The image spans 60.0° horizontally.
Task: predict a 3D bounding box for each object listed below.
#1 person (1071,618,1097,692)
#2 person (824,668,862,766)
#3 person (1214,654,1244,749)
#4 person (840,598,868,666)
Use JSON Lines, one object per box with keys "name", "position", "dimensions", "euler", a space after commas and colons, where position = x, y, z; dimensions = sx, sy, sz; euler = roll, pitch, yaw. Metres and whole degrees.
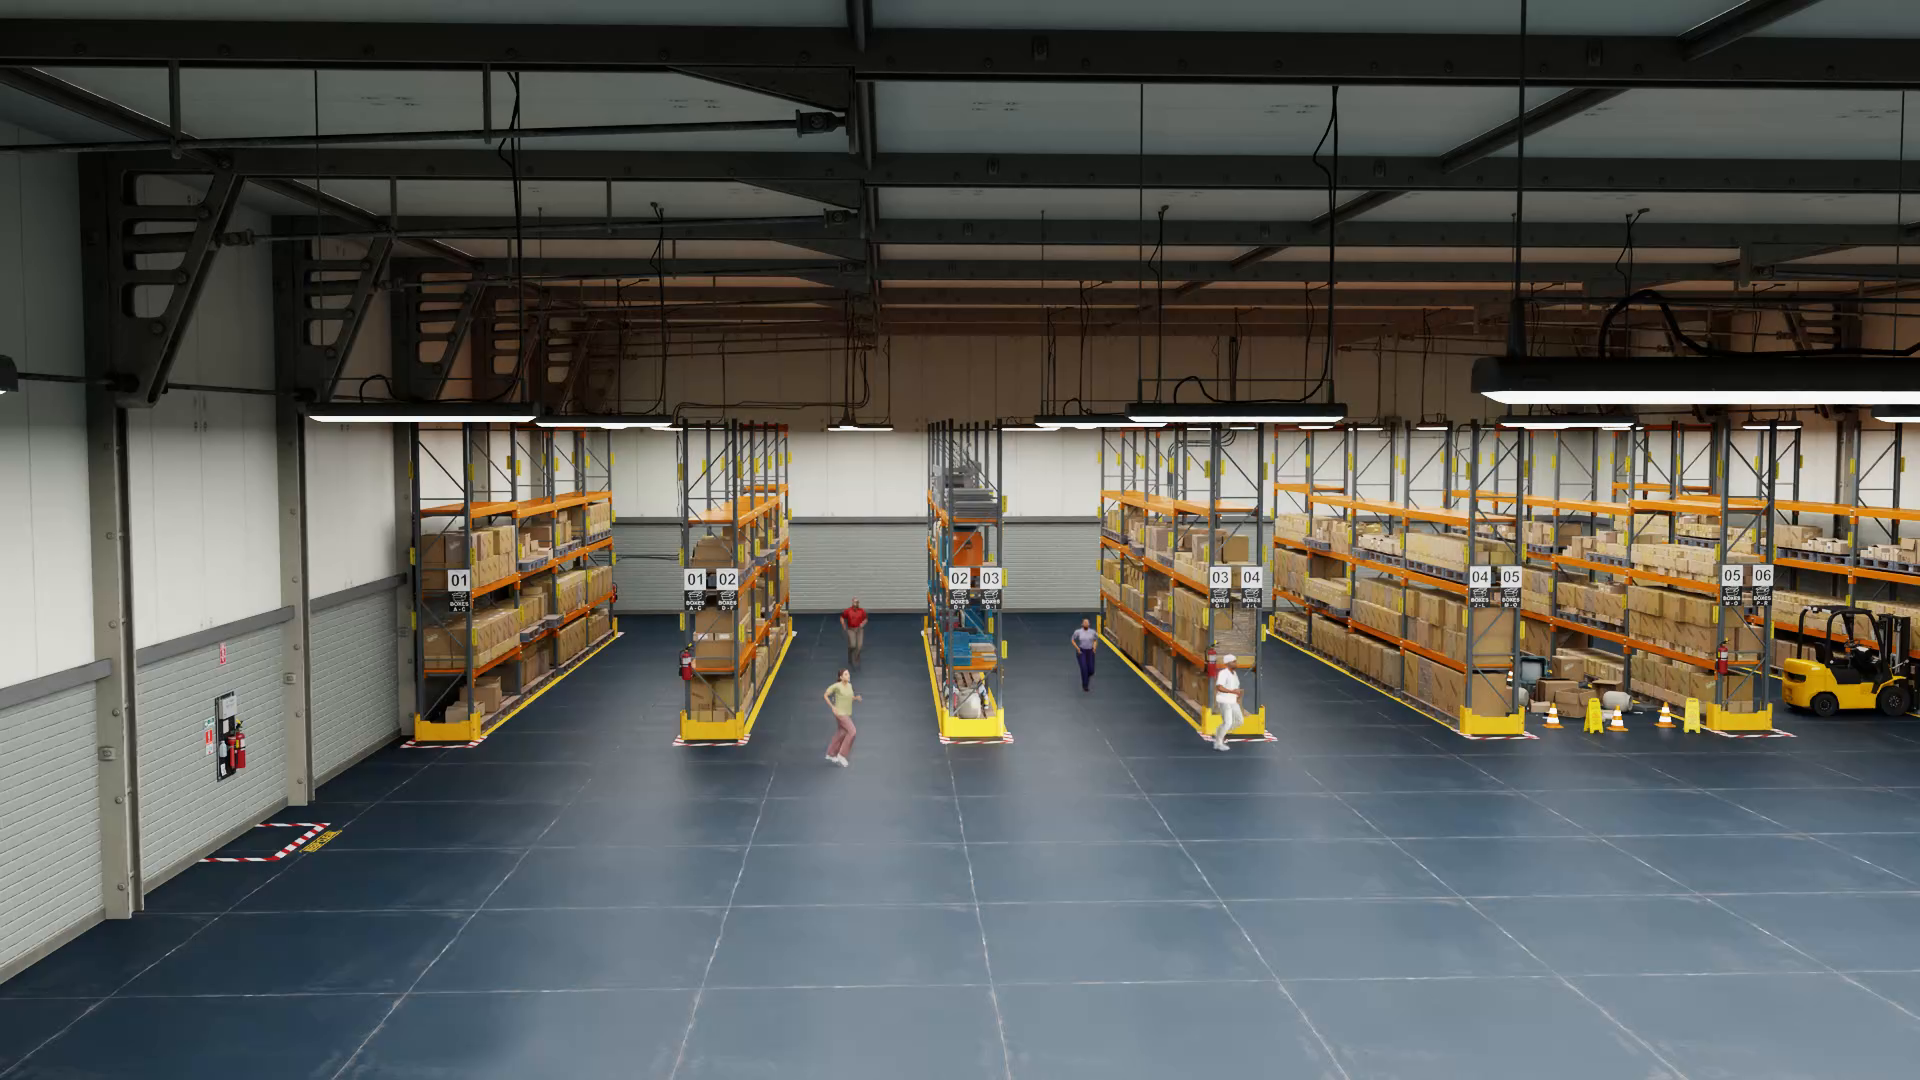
{"name": "person", "position": [2.774, 2.543, 37.113], "dimensions": [0.614, 1.618, 0.598], "euler": [-1, 4, -12]}
{"name": "person", "position": [-2.018, 3.060, 28.785], "dimensions": [0.692, 1.704, 0.547], "euler": [2, 4, 27]}
{"name": "person", "position": [4.925, 2.929, 30.172], "dimensions": [0.593, 1.709, 0.742], "euler": [3, 5, 36]}
{"name": "person", "position": [-2.559, 2.266, 40.732], "dimensions": [0.651, 1.684, 0.602], "euler": [-1, 4, -16]}
